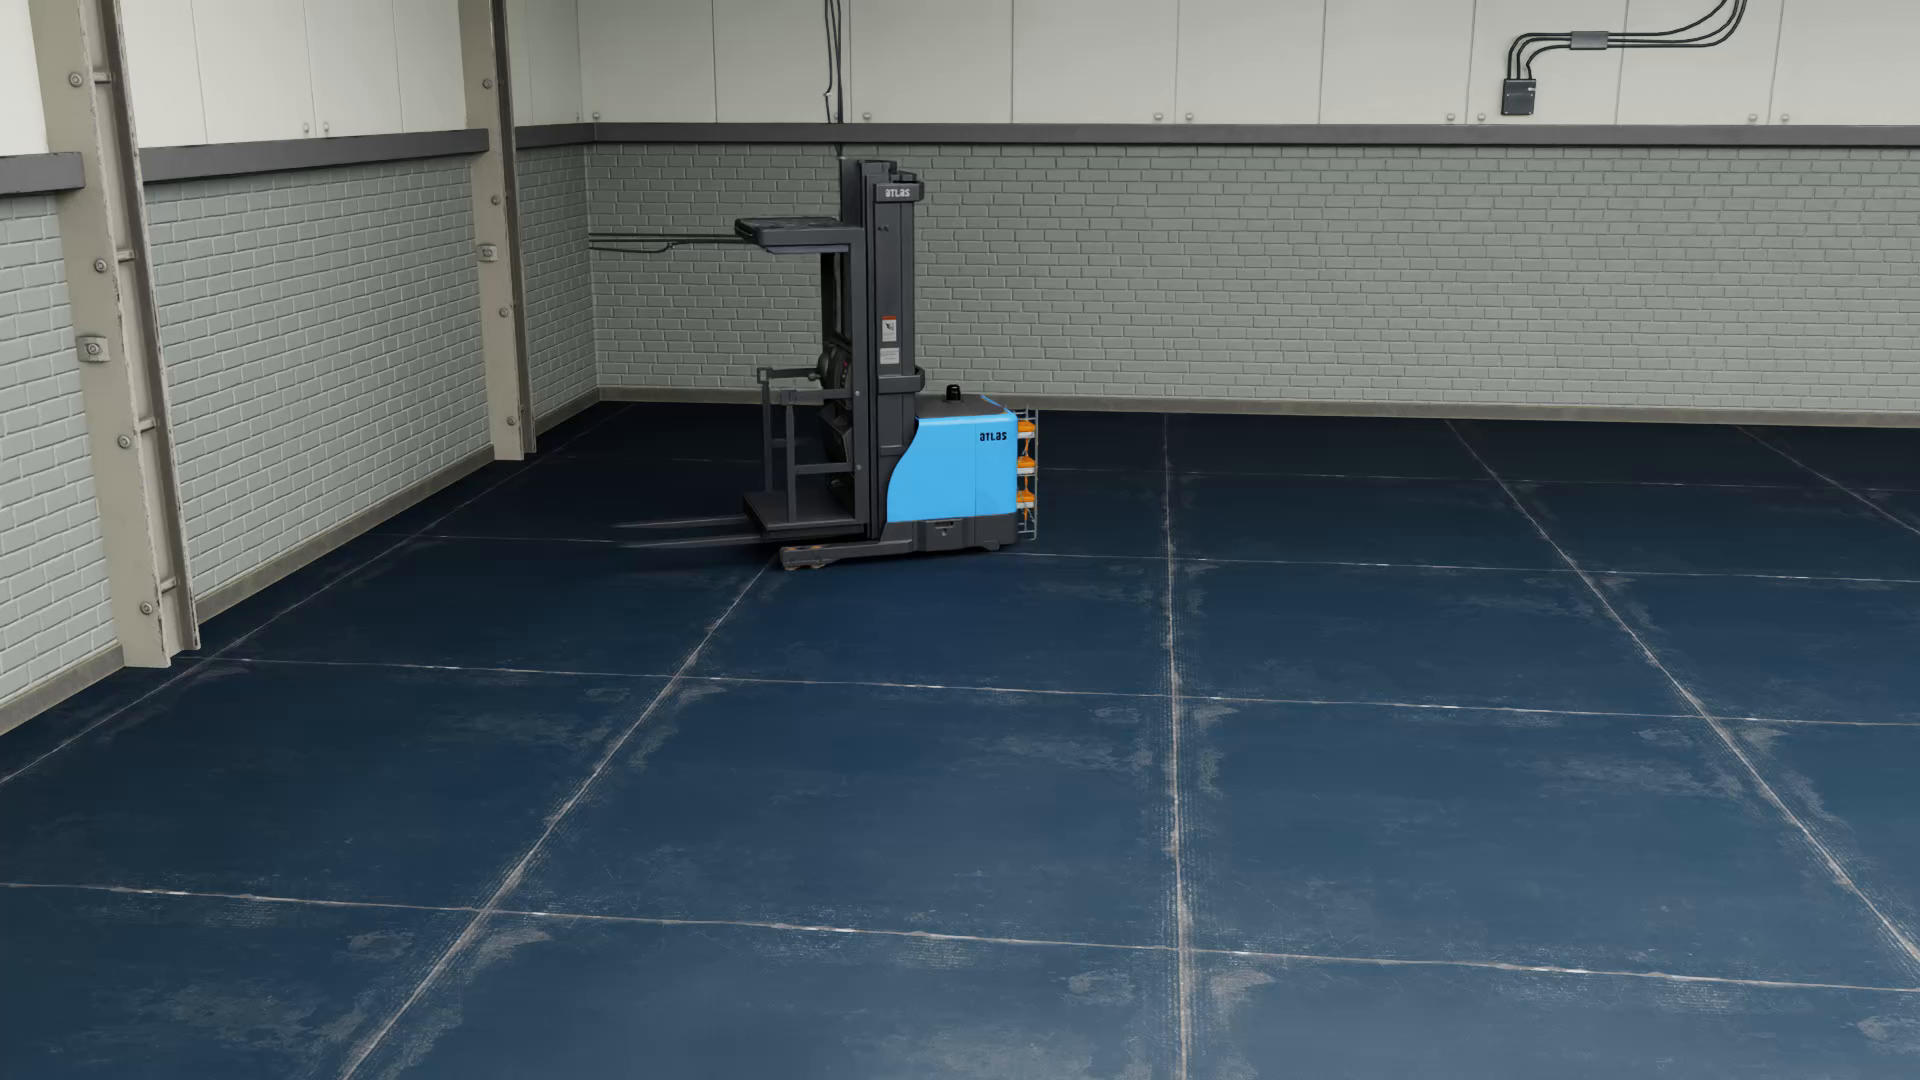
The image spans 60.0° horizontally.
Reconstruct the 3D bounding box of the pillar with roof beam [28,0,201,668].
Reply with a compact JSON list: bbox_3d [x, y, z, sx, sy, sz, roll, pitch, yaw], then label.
[{"bbox_3d":[-0.745,-3.485,8.811,9.100,9.000,0.400,2,15,6],"label":"pillar with roof beam"}]

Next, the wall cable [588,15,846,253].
[{"bbox_3d":[-2.699,-4.394,18.122,3.097,2.526,0.112,2,15,6],"label":"wall cable"}]

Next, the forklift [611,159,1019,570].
[{"bbox_3d":[-1.123,-1.343,12.514,3.031,2.935,1.130,-4,16,-16],"label":"forklift"}]

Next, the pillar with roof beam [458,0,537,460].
[{"bbox_3d":[-0.068,-5.041,14.566,9.100,9.000,0.400,2,15,6],"label":"pillar with roof beam"}]

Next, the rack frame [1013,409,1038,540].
[{"bbox_3d":[0.508,-0.503,13.012,0.200,1.050,0.008,-4,16,-16],"label":"rack frame"}]

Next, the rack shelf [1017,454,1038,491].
[{"bbox_3d":[0.473,-0.524,13.128,0.215,0.259,0.240,-4,16,-16],"label":"rack shelf"}]

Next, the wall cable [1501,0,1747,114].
[{"bbox_3d":[6.732,-7.251,16.223,2.305,6.003,0.169,2,15,6],"label":"wall cable"}]

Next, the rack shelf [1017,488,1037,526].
[{"bbox_3d":[0.473,-0.255,13.200,0.215,0.259,0.240,-4,16,-16],"label":"rack shelf"}]

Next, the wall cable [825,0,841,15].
[{"bbox_3d":[-0.011,-6.752,17.168,3.097,2.526,0.112,2,15,6],"label":"wall cable"}]

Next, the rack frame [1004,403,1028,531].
[{"bbox_3d":[0.439,-0.564,13.238,0.200,1.050,0.008,-4,16,-16],"label":"rack frame"}]

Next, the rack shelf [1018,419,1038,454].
[{"bbox_3d":[0.474,-0.798,13.054,0.215,0.259,0.240,-4,16,-16],"label":"rack shelf"}]

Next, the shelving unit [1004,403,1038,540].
[{"bbox_3d":[0.473,-0.534,13.125,0.215,1.050,0.252,-4,16,-16],"label":"shelving unit"}]
